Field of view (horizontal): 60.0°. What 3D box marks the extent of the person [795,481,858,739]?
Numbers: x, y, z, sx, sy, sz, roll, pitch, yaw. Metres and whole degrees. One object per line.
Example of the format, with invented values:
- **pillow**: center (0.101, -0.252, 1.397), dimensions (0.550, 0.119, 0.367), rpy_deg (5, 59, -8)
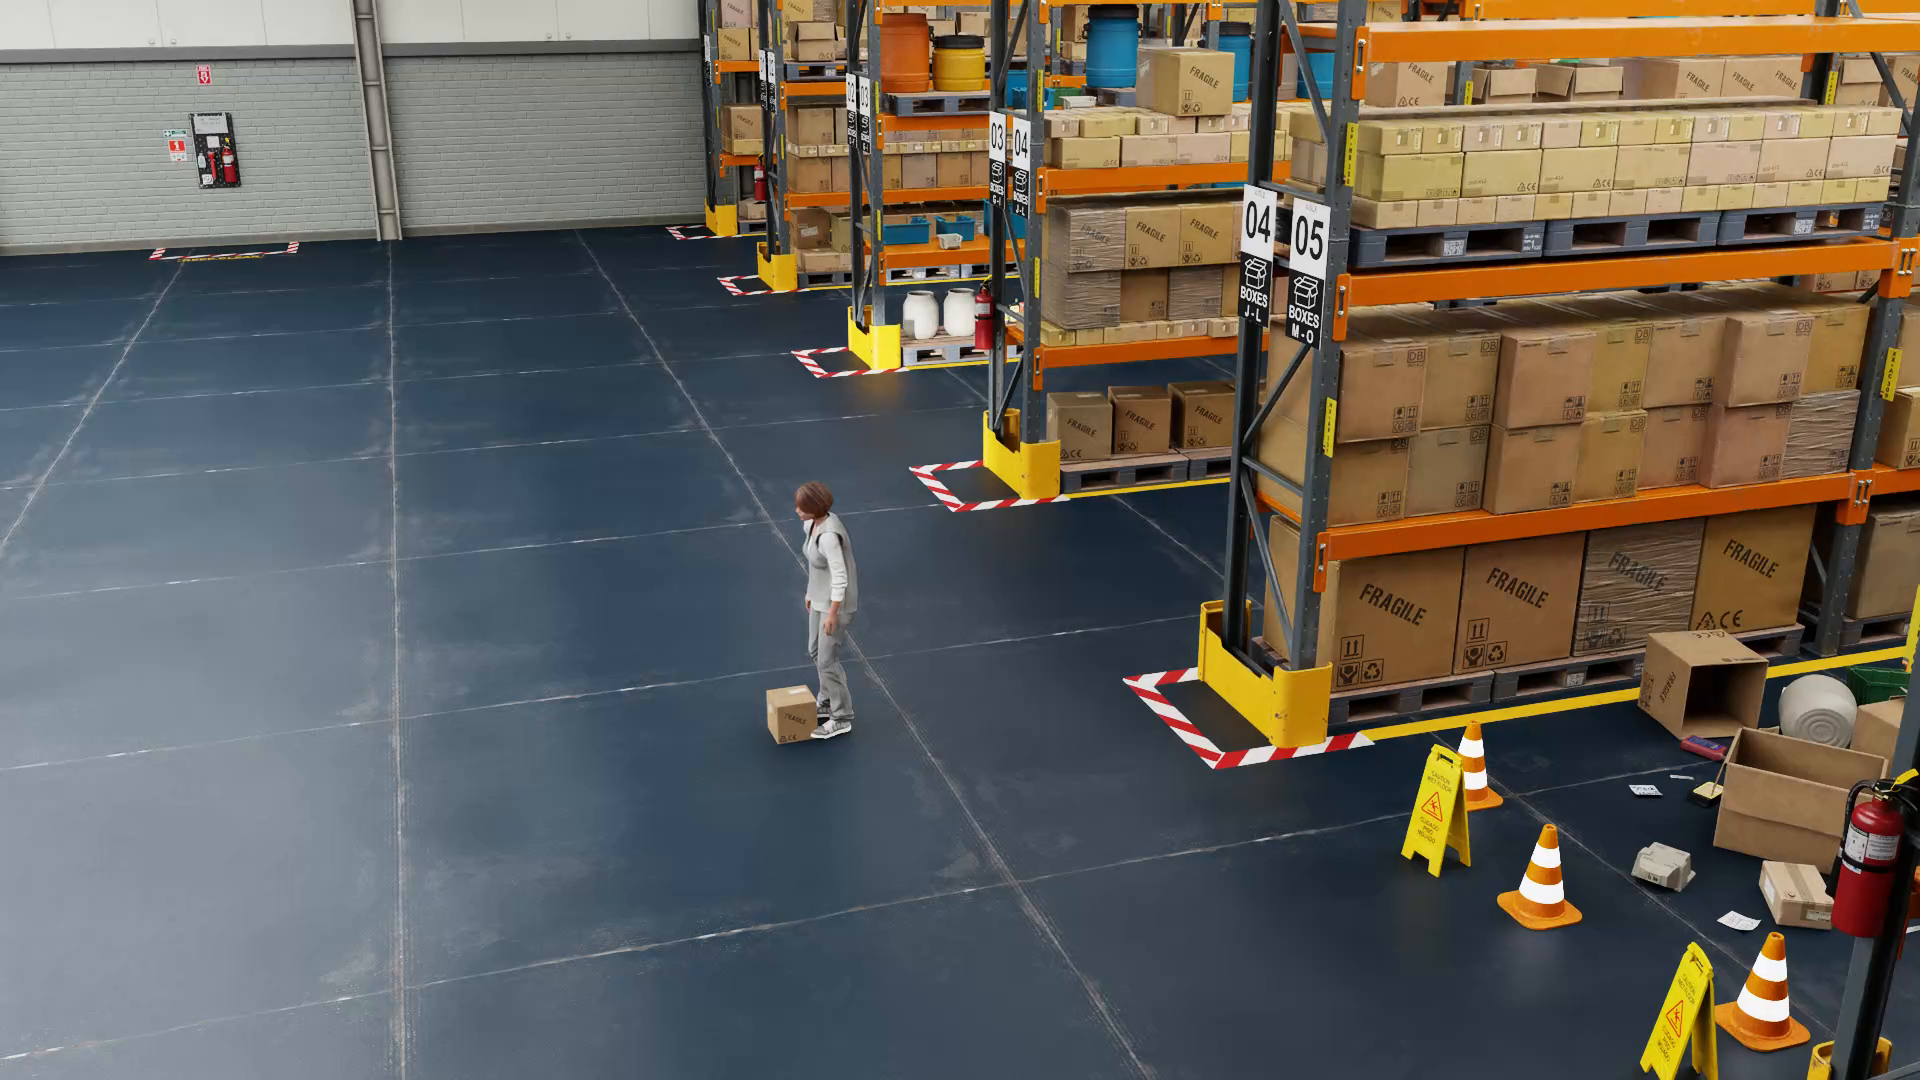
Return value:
- **person**: center (-0.801, 0.401, 9.957), dimensions (0.348, 1.592, 0.476), rpy_deg (-7, 21, -19)
